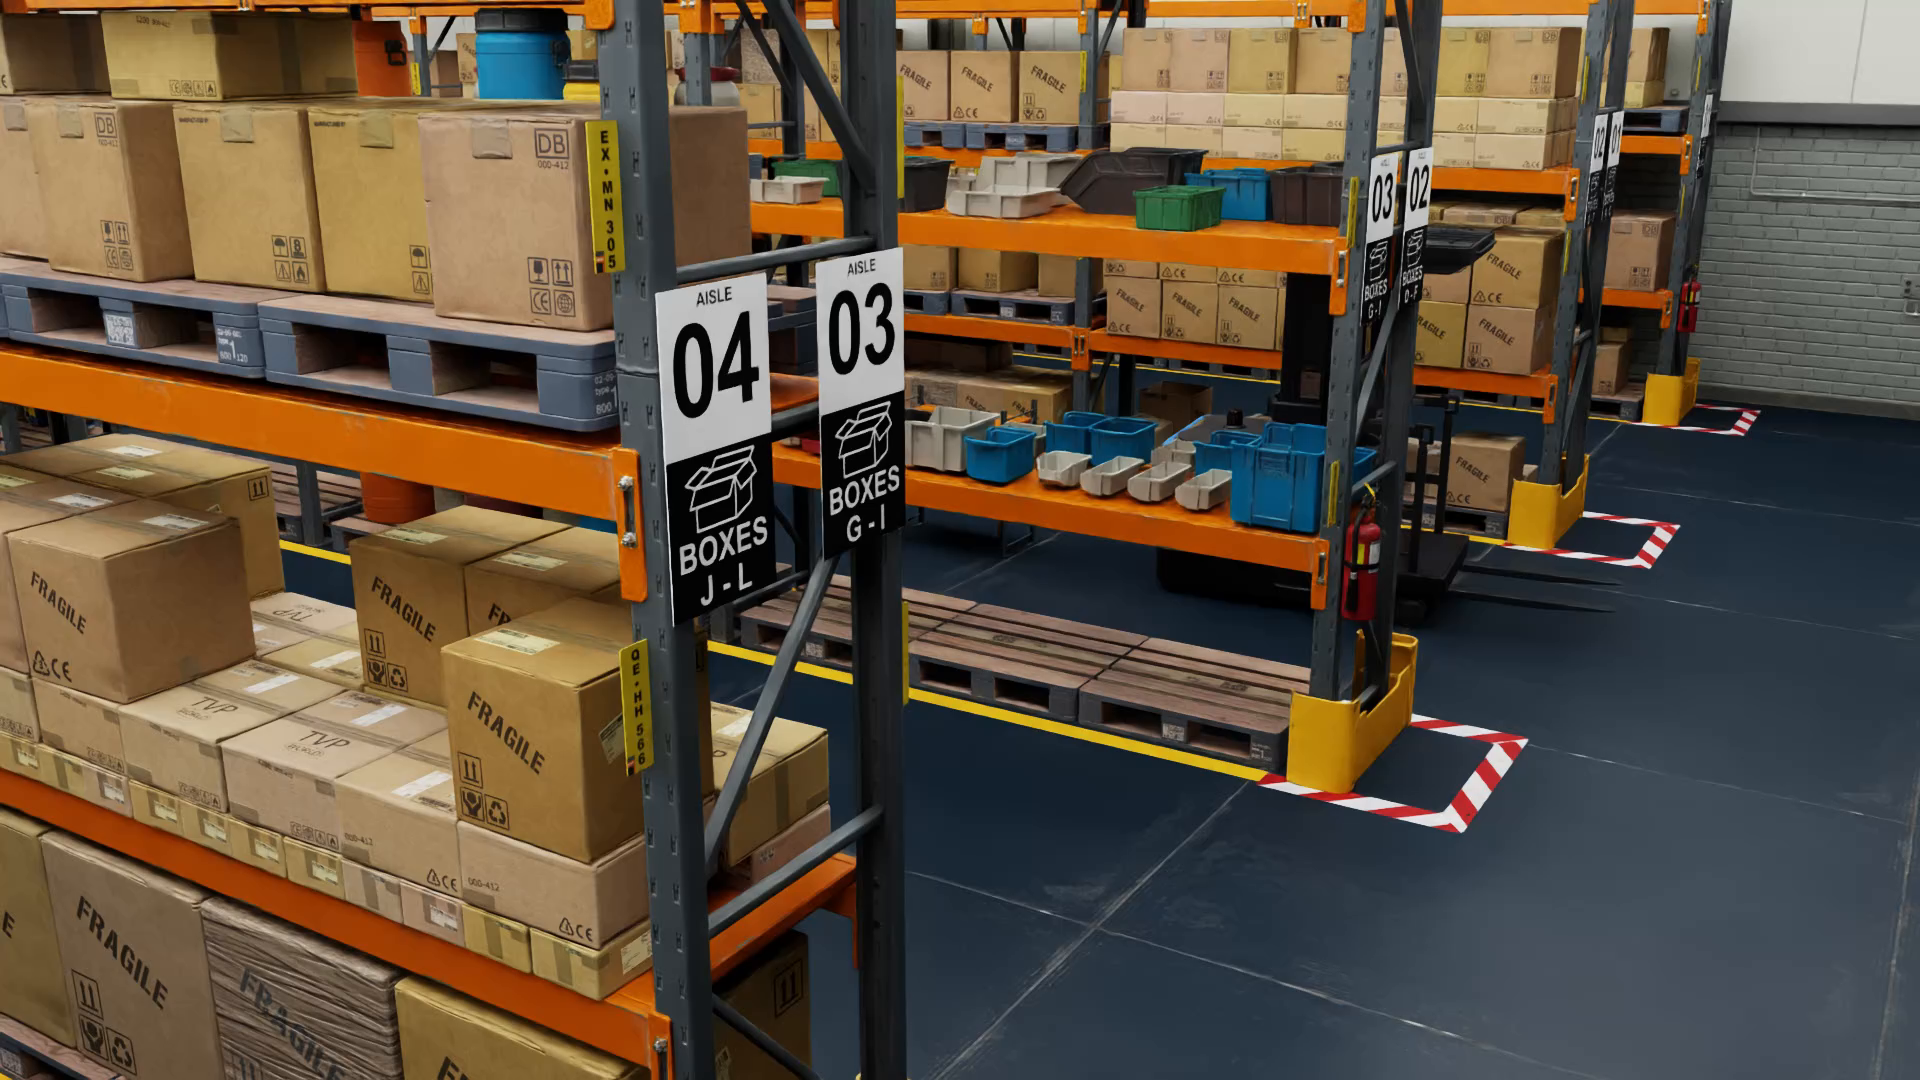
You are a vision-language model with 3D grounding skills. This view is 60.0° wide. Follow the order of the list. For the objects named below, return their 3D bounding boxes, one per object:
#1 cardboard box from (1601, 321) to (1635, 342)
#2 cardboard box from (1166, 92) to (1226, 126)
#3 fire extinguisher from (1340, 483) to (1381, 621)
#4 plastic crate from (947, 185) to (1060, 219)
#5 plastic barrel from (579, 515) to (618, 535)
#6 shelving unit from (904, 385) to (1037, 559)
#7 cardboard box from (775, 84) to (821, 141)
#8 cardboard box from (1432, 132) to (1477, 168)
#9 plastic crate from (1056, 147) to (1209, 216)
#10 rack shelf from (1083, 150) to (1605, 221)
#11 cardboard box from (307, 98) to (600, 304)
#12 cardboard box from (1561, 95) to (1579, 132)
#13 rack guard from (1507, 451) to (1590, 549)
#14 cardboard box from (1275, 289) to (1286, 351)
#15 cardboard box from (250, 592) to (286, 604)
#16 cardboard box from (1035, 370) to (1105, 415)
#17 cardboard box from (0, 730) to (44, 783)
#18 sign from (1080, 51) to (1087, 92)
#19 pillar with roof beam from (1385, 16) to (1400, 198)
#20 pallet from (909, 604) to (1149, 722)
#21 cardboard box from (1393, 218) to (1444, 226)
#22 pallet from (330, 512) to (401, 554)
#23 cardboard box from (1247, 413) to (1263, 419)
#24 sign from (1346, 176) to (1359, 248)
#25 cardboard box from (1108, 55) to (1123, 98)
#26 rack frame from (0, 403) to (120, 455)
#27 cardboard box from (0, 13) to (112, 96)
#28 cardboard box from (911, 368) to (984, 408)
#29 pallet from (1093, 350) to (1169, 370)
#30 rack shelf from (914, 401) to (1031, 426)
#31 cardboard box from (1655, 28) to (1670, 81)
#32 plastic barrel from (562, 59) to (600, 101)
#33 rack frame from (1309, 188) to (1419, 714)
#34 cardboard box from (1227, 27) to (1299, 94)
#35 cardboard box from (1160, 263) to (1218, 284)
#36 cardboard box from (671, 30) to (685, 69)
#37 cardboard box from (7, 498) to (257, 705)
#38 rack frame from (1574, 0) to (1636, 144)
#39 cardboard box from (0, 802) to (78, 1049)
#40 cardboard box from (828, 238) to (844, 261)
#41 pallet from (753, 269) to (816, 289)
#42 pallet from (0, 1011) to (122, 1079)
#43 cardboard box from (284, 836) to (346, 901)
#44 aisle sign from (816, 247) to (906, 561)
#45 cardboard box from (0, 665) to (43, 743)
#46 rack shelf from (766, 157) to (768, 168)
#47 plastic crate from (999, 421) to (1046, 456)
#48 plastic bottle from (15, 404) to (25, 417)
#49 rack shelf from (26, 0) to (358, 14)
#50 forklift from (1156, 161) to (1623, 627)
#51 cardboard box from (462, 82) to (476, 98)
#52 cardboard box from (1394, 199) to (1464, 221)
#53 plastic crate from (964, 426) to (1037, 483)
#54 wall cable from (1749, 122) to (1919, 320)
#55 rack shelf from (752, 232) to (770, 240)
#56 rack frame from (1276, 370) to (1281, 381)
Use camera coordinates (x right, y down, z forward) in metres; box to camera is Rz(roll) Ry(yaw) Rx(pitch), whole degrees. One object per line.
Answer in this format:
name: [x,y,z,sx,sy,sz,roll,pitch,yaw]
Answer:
cardboard box: [6.861,-2.170,17.327,0.250,0.149,0.380,10,20,30]
cardboard box: [2.013,-3.515,13.530,0.500,0.250,0.500,10,20,30]
fire extinguisher: [2.005,0.062,8.291,0.183,0.674,0.296,10,20,30]
plastic crate: [0.224,-1.851,9.106,0.530,0.136,0.437,10,20,30]
plastic barrel: [-2.352,-0.289,11.559,0.708,0.901,0.600,10,20,30]
shelving unit: [0.006,-0.537,12.714,1.048,1.125,0.538,10,20,30]
cardboard box: [-1.283,-4.080,15.818,0.500,0.500,0.910,10,20,30]
cardboard box: [3.714,-2.970,12.596,0.500,0.250,0.500,10,20,30]
plastic crate: [0.956,-1.995,9.234,0.767,0.338,0.504,10,20,30]
rack shelf: [3.006,-2.910,13.379,4.000,0.370,1.077,10,20,30]
cardboard box: [-1.365,-0.975,4.704,0.500,0.500,0.700,9,19,28]
cardboard box: [4.408,-3.260,12.691,0.500,0.250,0.500,10,20,30]
rack guard: [4.645,-0.331,13.110,0.348,0.500,1.175,10,20,30]
cardboard box: [2.890,-1.796,13.460,0.500,0.500,0.500,10,19,29]
cardboard box: [-2.930,0.339,6.351,0.500,0.250,0.500,11,20,32]
cardboard box: [1.017,-1.272,15.452,0.500,0.500,0.500,9,19,28]
cardboard box: [-3.135,0.696,5.860,0.250,0.149,0.380,10,19,29]
sign: [1.014,-3.857,13.689,0.005,0.325,0.100,10,20,30]
pillar with roof beam: [2.687,-5.263,14.725,0.400,9.000,9.100,10,20,30]
pallet: [0.396,0.724,10.133,1.213,0.211,1.003,10,20,30]
cardboard box: [3.597,-2.329,13.496,0.500,0.500,0.500,10,20,31]
pallet: [-4.009,-0.062,12.722,1.213,0.211,1.003,10,20,30]
cardboard box: [2.574,-0.917,14.609,0.500,0.311,0.500,10,20,30]
sign: [1.840,-1.535,7.794,0.005,0.325,0.100,10,20,30]
cardboard box: [1.869,-5.439,19.535,0.500,0.500,0.700,11,20,33]
rack frame: [-8.111,-2.114,14.681,0.127,3.000,1.000,10,20,30]
cardboard box: [-3.088,-1.617,5.525,0.500,0.250,0.500,9,19,27]
cardboard box: [-0.113,-1.296,15.530,0.500,0.500,0.500,10,20,31]
pallet: [2.150,-2.301,20.093,1.213,0.211,1.003,10,20,30]
rack shelf: [0.006,-0.817,12.629,1.000,0.278,0.538,10,20,30]
cardboard box: [6.803,-4.885,16.713,0.500,0.500,0.500,9,19,28]
plastic barrel: [-2.178,-2.712,10.442,0.600,0.588,0.600,0,17,0]
rack frame: [2.114,-0.289,8.672,0.127,3.000,1.000,10,20,30]
cardboard box: [2.517,-3.835,13.292,0.500,0.500,0.700,10,20,30]
cardboard box: [1.995,-2.430,13.828,0.500,0.500,0.500,9,19,28]
cardboard box: [-3.495,-6.548,22.189,0.500,0.500,0.500,8,19,25]
cardboard box: [-2.751,0.191,5.548,0.500,0.500,0.500,9,19,28]
rack frame: [4.710,-4.386,11.836,0.127,3.000,1.000,10,20,30]
cardboard box: [-3.366,1.265,6.488,0.875,0.875,0.875,10,20,30]
cardboard box: [-0.832,-2.727,15.802,0.500,0.500,0.700,15,22,40]
pallet: [-1.493,-2.555,16.460,1.003,0.211,1.213,10,20,30]
pallet: [-3.279,1.799,6.597,1.213,0.211,1.003,10,20,30]
cardboard box: [-1.825,0.930,5.090,0.250,0.149,0.380,10,19,29]
aisle sign: [-0.259,-0.370,4.464,0.004,0.787,0.394,10,20,30]
cardboard box: [-3.202,0.472,5.913,0.500,0.250,0.500,10,20,30]
rack shelf: [-3.811,-4.127,17.384,4.000,0.370,1.077,10,20,30]
plastic crate: [0.347,-0.610,10.077,0.466,0.136,0.293,10,20,30]
plastic bottle: [-9.105,-1.376,16.052,0.185,0.351,0.144,10,20,30]
rack shelf: [-6.407,-4.145,12.970,4.000,0.370,1.077,10,20,30]
forklift: [2.944,-1.005,11.147,3.031,2.935,1.130,8,19,24]
cardboard box: [-4.996,-4.809,17.926,0.500,0.250,0.500,13,21,36]
cardboard box: [4.963,-3.296,18.054,0.700,0.700,0.980,10,19,29]
plastic crate: [0.230,-0.486,9.507,0.300,0.233,0.416,10,20,30]
wall cable: [8.885,-3.268,16.732,1.851,1.984,0.084,10,20,30]
rack shelf: [-1.222,-3.919,21.861,4.000,0.370,1.077,10,20,30]
rack frame: [3.891,-3.351,18.752,0.127,3.000,1.000,10,20,30]
